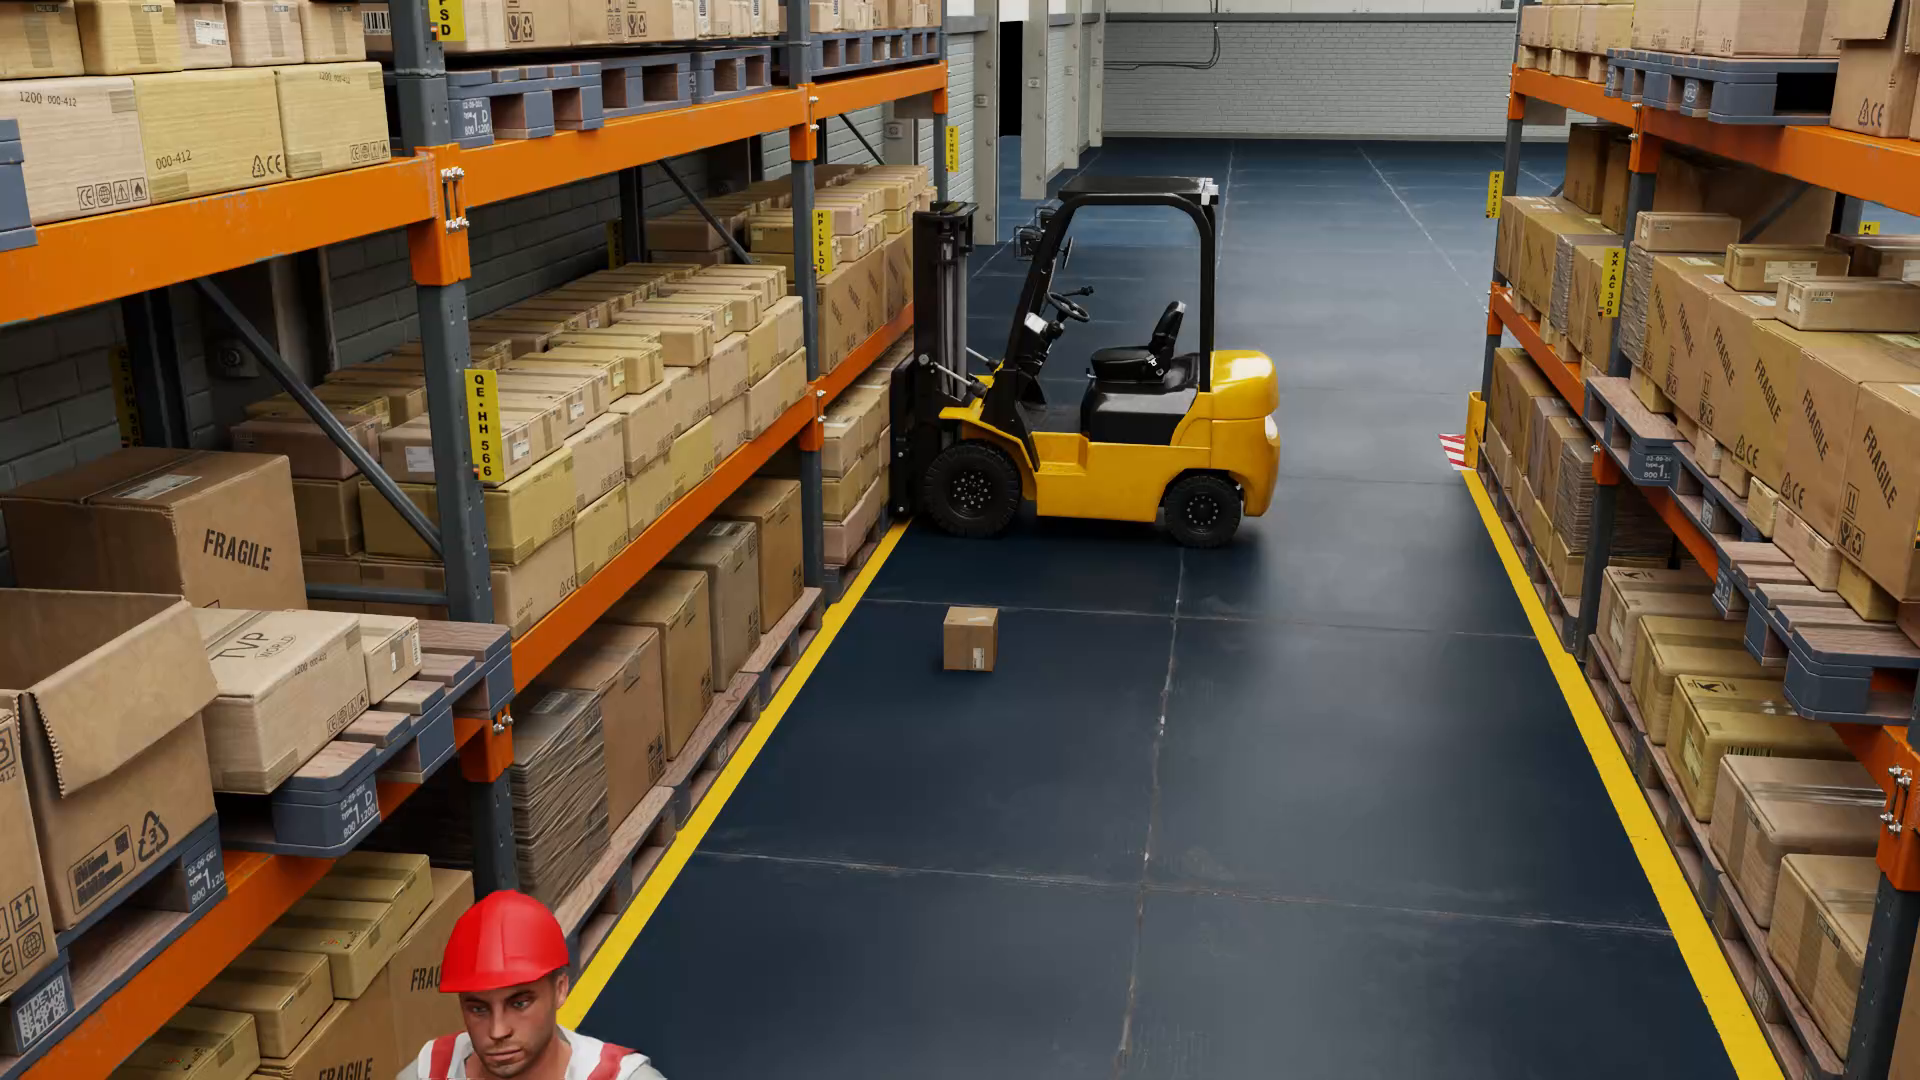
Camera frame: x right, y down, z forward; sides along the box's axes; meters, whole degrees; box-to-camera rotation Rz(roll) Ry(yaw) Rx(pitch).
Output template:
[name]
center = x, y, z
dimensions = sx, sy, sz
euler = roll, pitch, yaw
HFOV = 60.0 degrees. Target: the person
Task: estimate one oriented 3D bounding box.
[person]
center = -0.756, 1.466, 2.860
dimensions = 0.544, 1.793, 0.476
euler = 3, 18, 10
